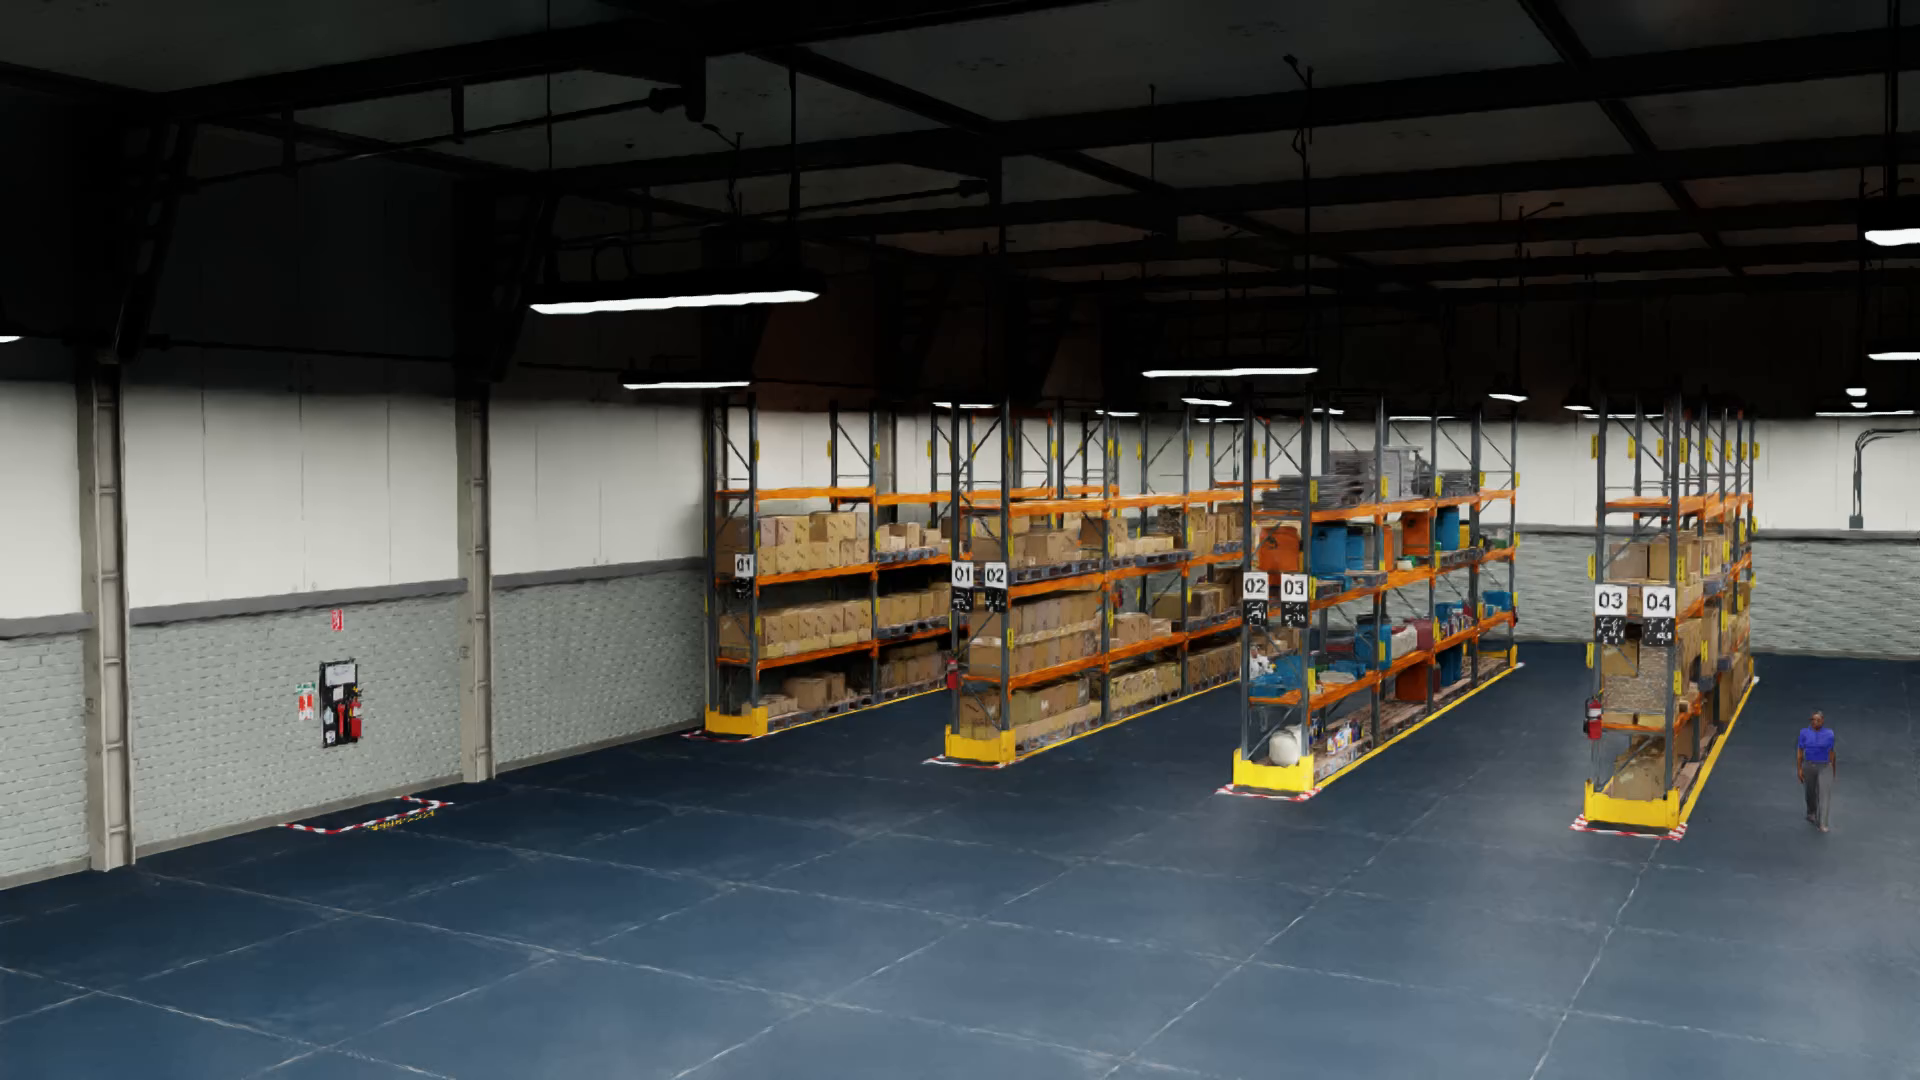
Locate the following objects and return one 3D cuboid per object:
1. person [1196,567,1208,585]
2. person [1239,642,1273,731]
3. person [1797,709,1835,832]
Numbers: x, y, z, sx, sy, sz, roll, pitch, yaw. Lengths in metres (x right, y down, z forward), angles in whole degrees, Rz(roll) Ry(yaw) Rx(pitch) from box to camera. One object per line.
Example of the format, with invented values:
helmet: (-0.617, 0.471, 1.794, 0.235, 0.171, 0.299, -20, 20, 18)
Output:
person: (6.830, 1.618, 46.393, 0.622, 1.767, 0.617, 0, 3, -6)
person: (5.264, 2.595, 29.585, 0.639, 1.632, 0.511, 2, 3, 26)
person: (11.308, 3.009, 21.983, 0.447, 1.574, 1.088, 2, 4, 31)
